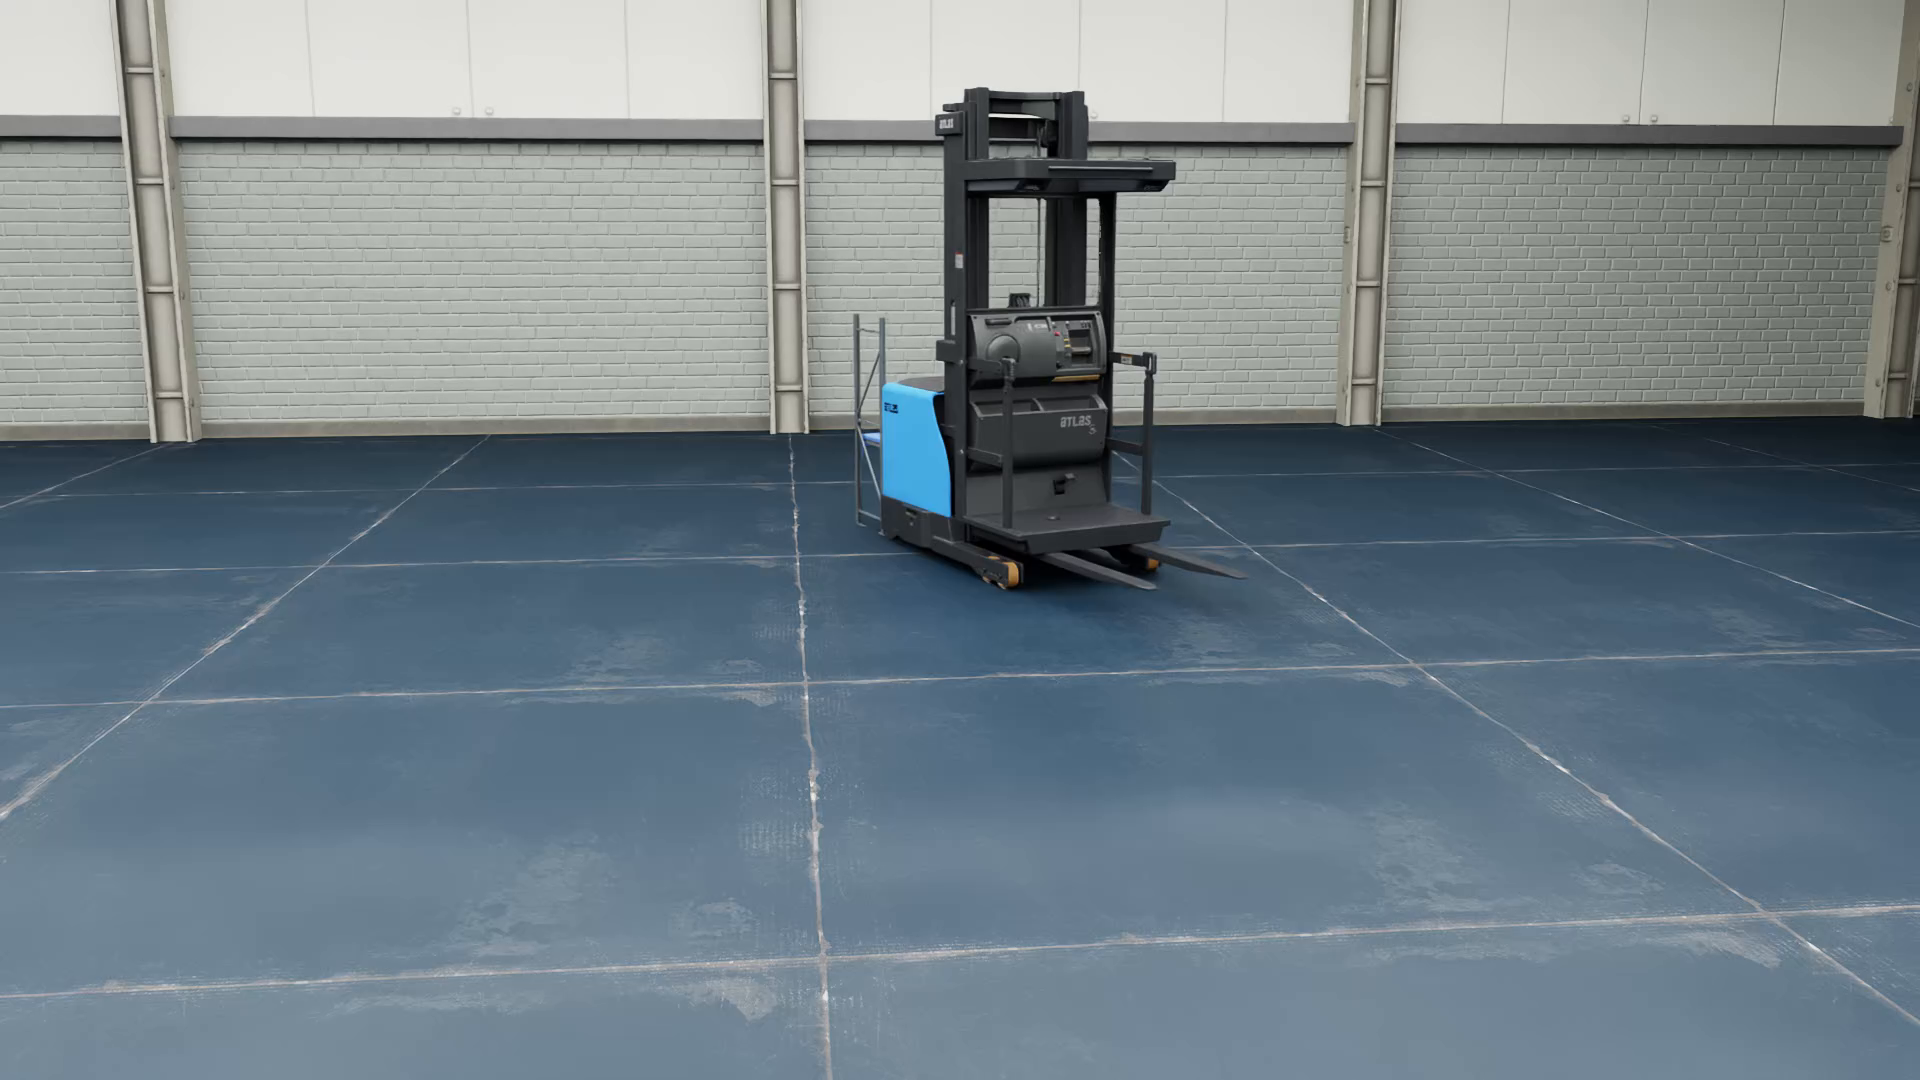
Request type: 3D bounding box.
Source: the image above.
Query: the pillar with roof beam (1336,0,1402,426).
[{"bbox_3d":[4.689,-4.823,12.572,0.400,9.000,9.100,-1,11,-6],"label":"pillar with roof beam"}]

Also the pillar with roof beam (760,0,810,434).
[{"bbox_3d":[-1.276,-4.698,11.936,0.400,9.000,9.100,-1,11,-6],"label":"pillar with roof beam"}]

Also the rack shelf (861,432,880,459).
[{"bbox_3d":[-0.169,-0.674,11.842,1.000,0.185,0.538,-5,12,-25],"label":"rack shelf"}]

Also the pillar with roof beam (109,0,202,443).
[{"bbox_3d":[-7.241,-4.573,11.300,0.400,9.000,9.100,-1,11,-6],"label":"pillar with roof beam"}]

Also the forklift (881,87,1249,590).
[{"bbox_3d":[0.593,-1.245,10.102,1.130,2.935,3.031,-6,13,-27],"label":"forklift"}]

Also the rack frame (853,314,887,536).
[{"bbox_3d":[-0.626,-0.808,11.590,0.032,1.500,0.500,-5,12,-25],"label":"rack frame"}]

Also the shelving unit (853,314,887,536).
[{"bbox_3d":[-0.169,-0.851,11.807,1.048,1.500,0.538,-5,12,-25],"label":"shelving unit"}]

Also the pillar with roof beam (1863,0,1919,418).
[{"bbox_3d":[10.654,-4.948,13.208,0.400,9.000,9.100,-1,11,-6],"label":"pillar with roof beam"}]
